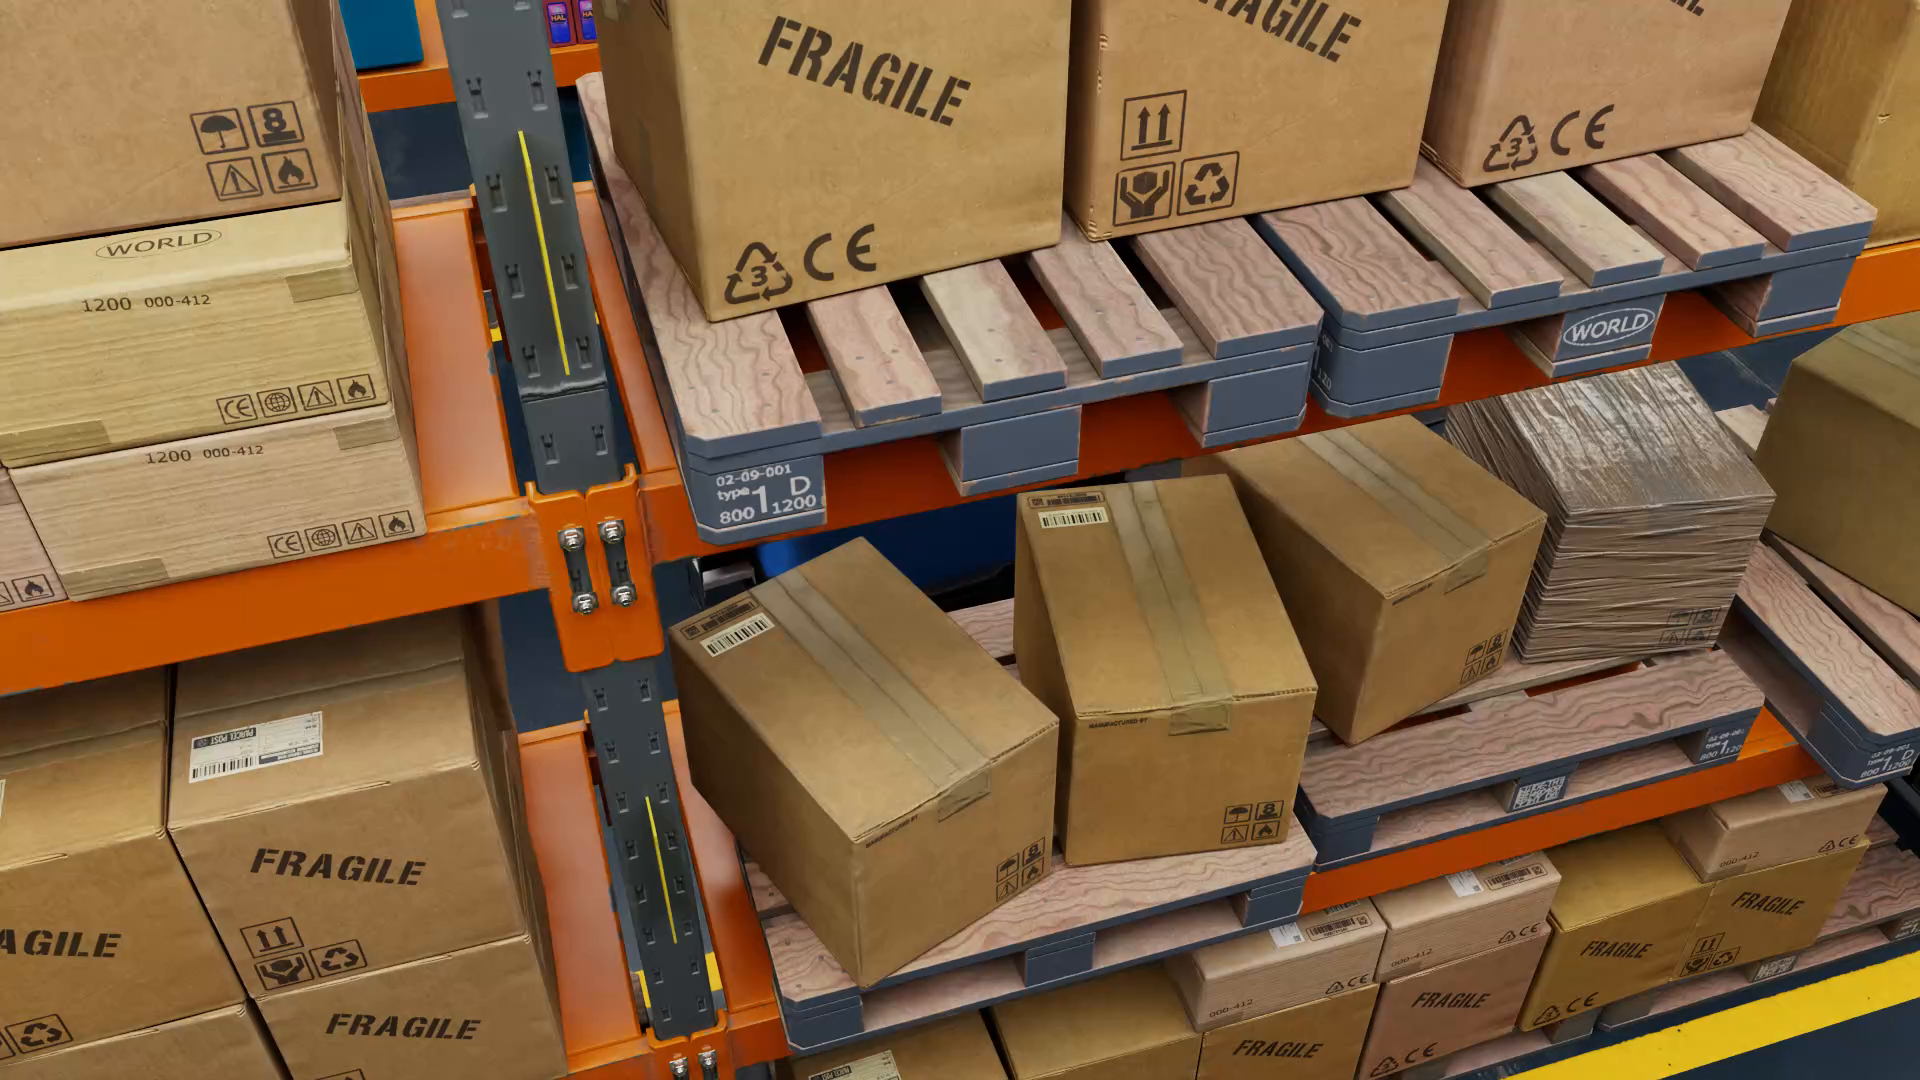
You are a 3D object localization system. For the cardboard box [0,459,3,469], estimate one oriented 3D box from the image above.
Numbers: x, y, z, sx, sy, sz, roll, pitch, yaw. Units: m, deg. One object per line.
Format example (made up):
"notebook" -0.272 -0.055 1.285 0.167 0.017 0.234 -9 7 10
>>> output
"cardboard box" -1.588 -0.293 2.260 0.500 0.250 0.500 -12 42 -13

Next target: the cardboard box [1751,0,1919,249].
"cardboard box" 1.699 -1.042 3.307 0.500 0.500 0.910 -12 42 -13

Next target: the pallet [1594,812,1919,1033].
"pallet" 2.364 0.988 5.458 1.213 0.211 1.003 -12 42 -13

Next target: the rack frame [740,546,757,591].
"rack frame" -0.816 -0.098 6.178 0.006 0.900 0.240 -16 44 -18

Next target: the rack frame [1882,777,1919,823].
"rack frame" 3.087 -0.186 4.683 0.127 3.000 1.000 -12 42 -13

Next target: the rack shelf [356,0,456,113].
"rack shelf" -4.120 -1.838 7.121 4.000 0.370 1.077 -12 42 -13

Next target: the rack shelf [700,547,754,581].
"rack shelf" -0.909 0.022 6.228 0.200 0.077 0.258 -16 44 -18

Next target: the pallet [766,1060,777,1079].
"pallet" 0.037 1.471 4.906 1.213 0.211 1.003 -12 42 -13

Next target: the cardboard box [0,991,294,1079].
"cardboard box" -1.619 0.930 3.330 0.500 0.500 0.500 -11 42 -12

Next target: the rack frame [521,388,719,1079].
"rack frame" -0.728 0.605 3.778 0.127 3.000 1.000 -12 42 -13

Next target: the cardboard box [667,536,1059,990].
"cardboard box" -0.209 0.456 3.553 0.500 0.500 0.700 -26 48 -27

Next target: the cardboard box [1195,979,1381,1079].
"cardboard box" 0.791 1.231 4.626 0.500 0.500 0.500 -11 42 -13

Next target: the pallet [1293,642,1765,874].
"pallet" 1.234 0.274 4.303 1.213 0.211 1.003 -12 42 -13

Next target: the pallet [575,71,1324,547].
"pallet" -0.085 -0.539 2.950 1.003 0.211 1.213 -12 42 -13

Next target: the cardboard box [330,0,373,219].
"cardboard box" -1.266 -0.716 2.744 0.500 0.250 0.500 -12 42 -13

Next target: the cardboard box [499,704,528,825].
"cardboard box" -1.296 0.497 3.825 0.500 0.500 0.500 -11 42 -12

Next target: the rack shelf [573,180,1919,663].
"rack shelf" 1.180 -0.649 3.480 4.000 0.370 1.077 -12 42 -13

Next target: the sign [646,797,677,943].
"sign" -0.558 0.618 3.105 0.005 0.325 0.100 -12 42 -13

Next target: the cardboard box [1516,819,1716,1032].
"cardboard box" 1.772 1.024 4.863 0.500 0.500 0.500 -13 43 -15

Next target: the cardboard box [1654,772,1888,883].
"cardboard box" 2.213 0.654 4.718 0.500 0.250 0.500 -10 42 -11

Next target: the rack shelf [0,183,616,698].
"rack shelf" -2.635 0.141 2.575 4.000 0.370 1.077 -12 42 -13

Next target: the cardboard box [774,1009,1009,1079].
"cardboard box" -0.193 1.438 4.390 0.500 0.500 0.500 -14 43 -15

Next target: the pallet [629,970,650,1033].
"pallet" -1.383 1.790 4.541 1.213 0.211 1.003 -12 42 -13

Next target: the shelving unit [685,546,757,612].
"shelving unit" -0.909 -0.071 6.147 0.210 0.900 0.258 -16 44 -18

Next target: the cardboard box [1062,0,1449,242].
"cardboard box" 0.405 -0.958 2.815 0.600 0.600 0.600 -12 43 -14

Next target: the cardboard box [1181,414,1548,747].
"cardboard box" 0.939 0.021 4.051 0.500 0.500 0.700 -22 46 -24

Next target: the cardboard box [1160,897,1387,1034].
"cardboard box" 0.761 0.958 4.369 0.500 0.250 0.500 -12 42 -13

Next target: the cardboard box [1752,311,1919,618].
"cardboard box" 2.521 -0.186 4.288 0.500 0.500 0.700 -26 48 -27

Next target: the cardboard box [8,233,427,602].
"cardboard box" -1.112 -0.205 2.539 0.500 0.250 0.500 -12 42 -13

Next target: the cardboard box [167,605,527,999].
"cardboard box" -1.132 0.453 3.116 0.500 0.500 0.500 -11 42 -13

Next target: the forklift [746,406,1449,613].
"forklift" 0.574 -1.270 5.976 3.031 2.935 1.130 -16 44 -18

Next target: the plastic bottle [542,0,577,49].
"plastic bottle" -1.734 -2.265 7.152 0.133 0.283 0.061 -12 42 -13

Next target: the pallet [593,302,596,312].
"pallet" -1.464 -1.581 8.399 1.213 0.211 1.003 -12 42 -13
